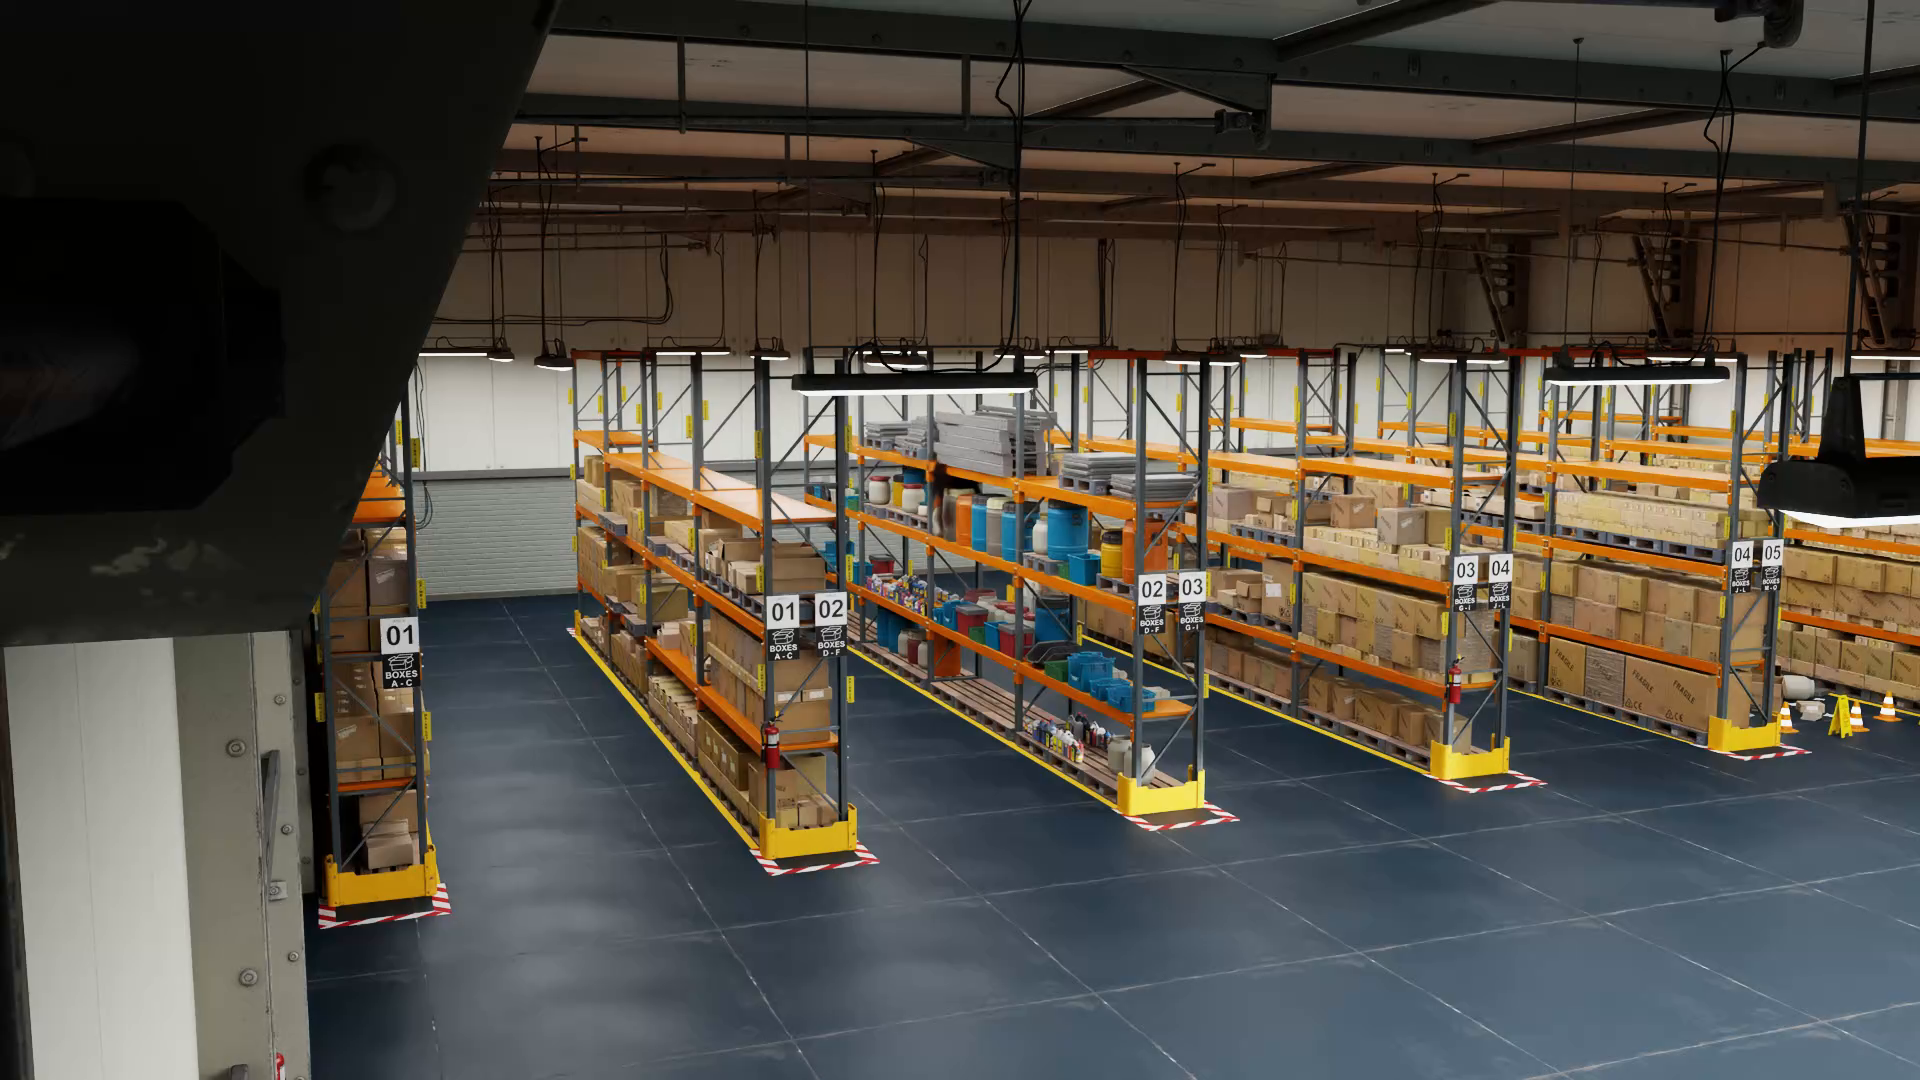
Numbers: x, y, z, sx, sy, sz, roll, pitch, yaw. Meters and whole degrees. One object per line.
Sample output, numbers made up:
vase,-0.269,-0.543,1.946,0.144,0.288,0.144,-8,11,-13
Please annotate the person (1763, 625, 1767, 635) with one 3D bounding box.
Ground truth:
person,16.058,1.423,33.100,0.613,1.638,0.640,-4,8,-26

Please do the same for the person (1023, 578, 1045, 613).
person,1.502,1.214,34.735,0.586,1.715,0.731,-3,8,-22
